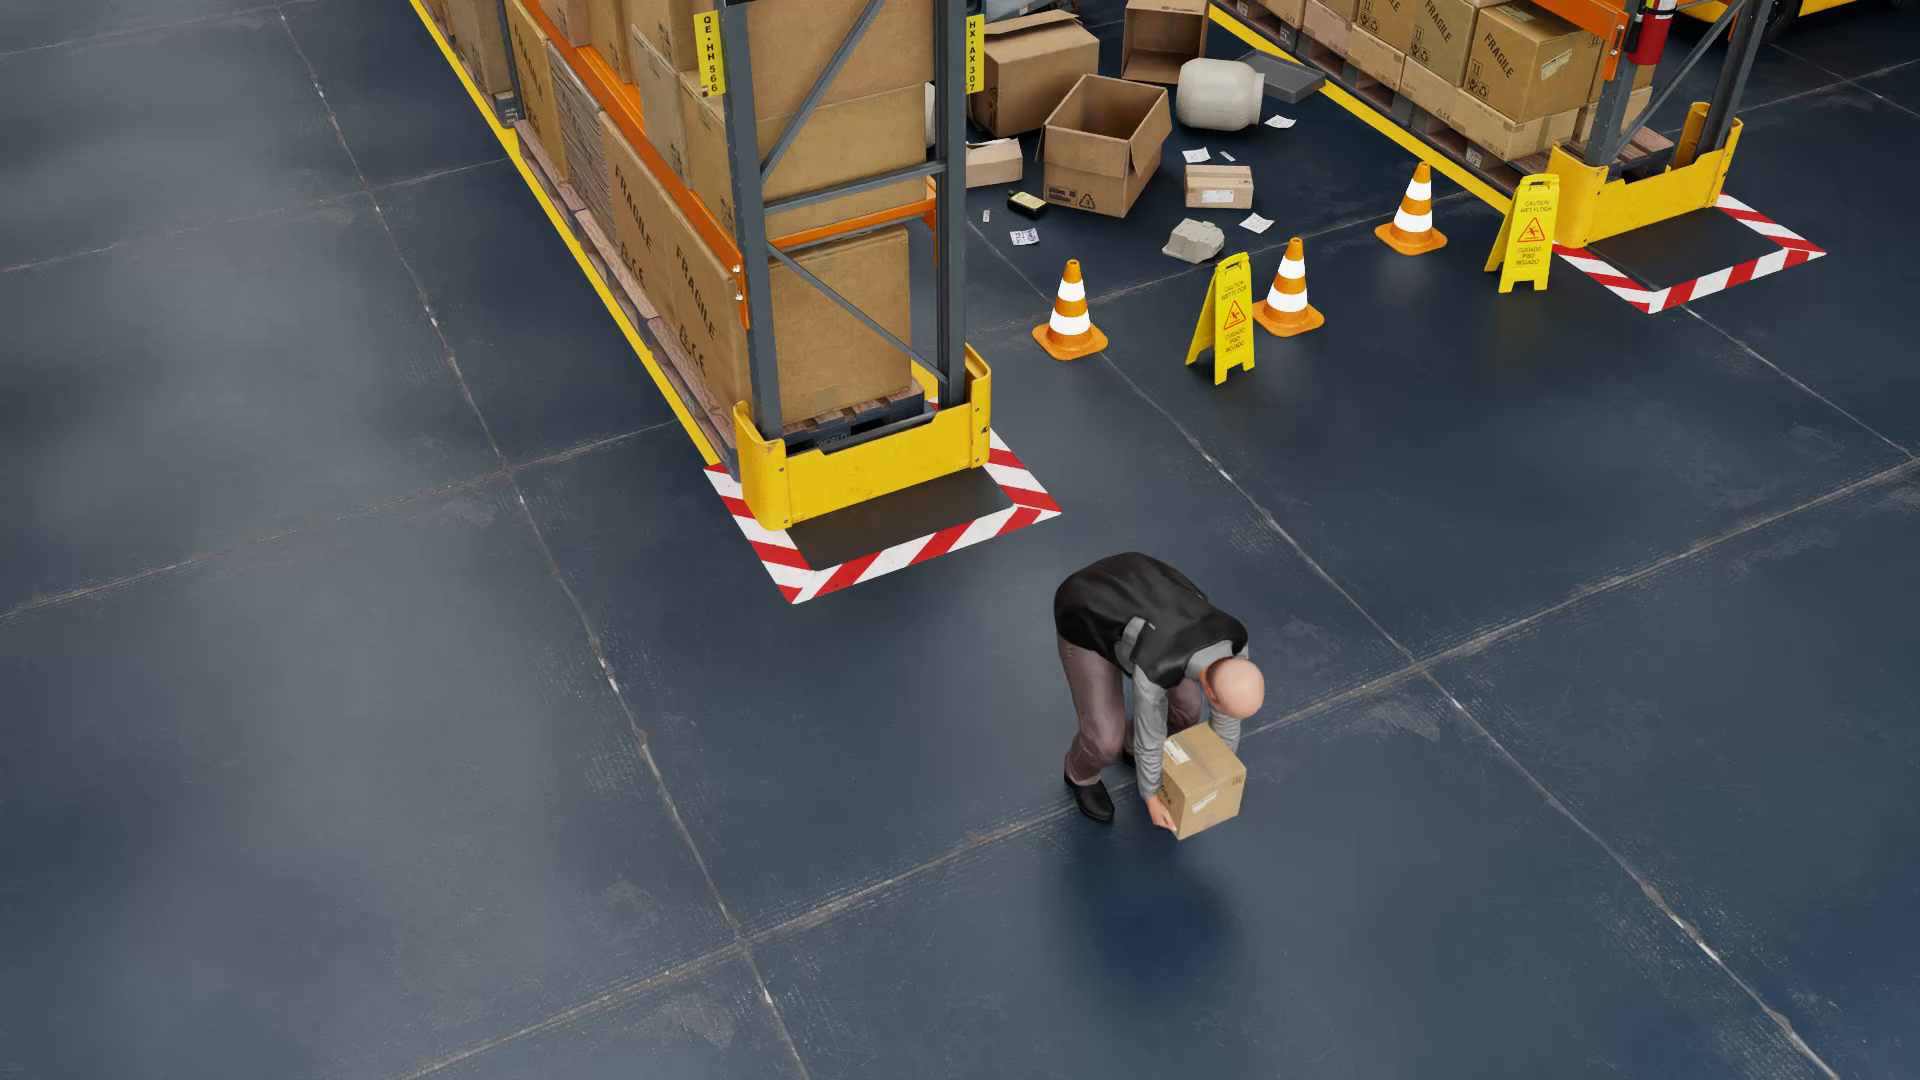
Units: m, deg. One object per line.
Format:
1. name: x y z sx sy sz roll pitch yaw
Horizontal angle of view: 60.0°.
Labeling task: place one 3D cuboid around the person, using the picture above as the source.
1. person: 0.702 0.617 5.924 0.492 1.123 0.943 -21 45 -22
